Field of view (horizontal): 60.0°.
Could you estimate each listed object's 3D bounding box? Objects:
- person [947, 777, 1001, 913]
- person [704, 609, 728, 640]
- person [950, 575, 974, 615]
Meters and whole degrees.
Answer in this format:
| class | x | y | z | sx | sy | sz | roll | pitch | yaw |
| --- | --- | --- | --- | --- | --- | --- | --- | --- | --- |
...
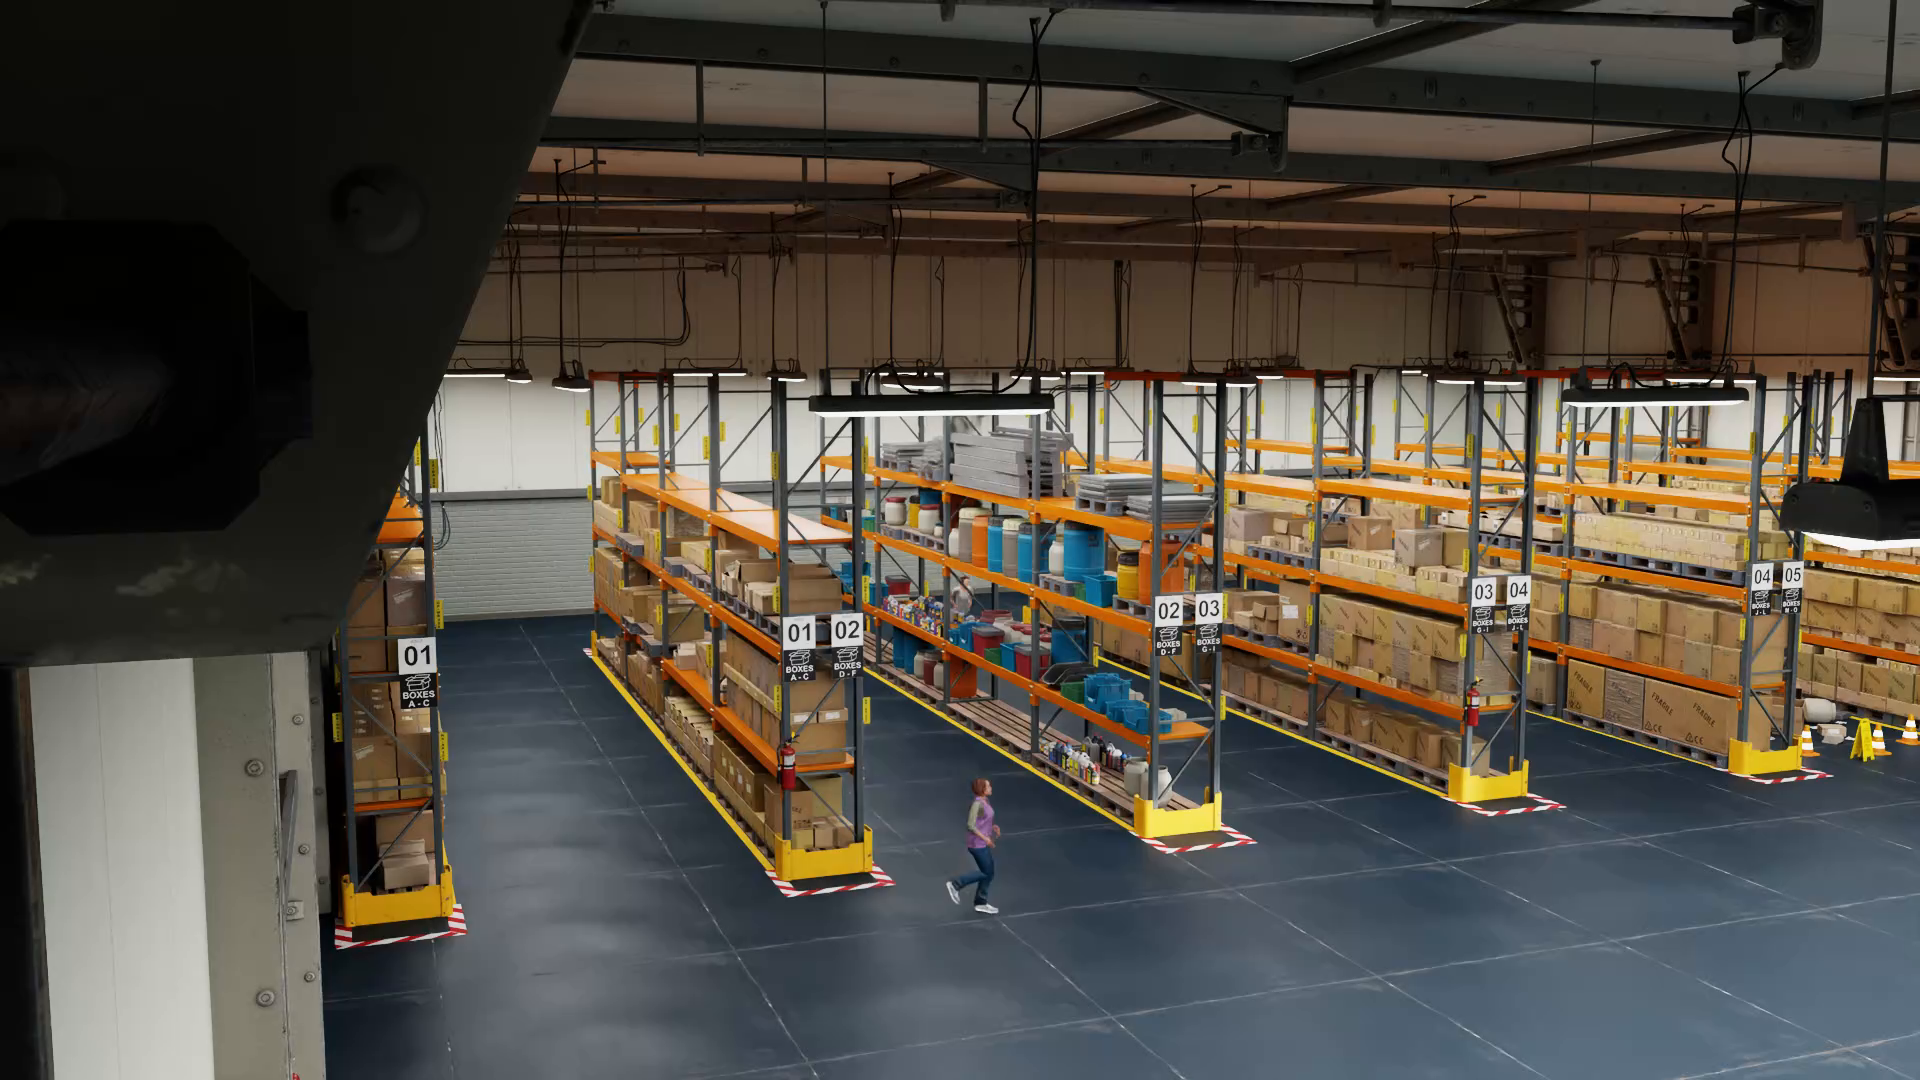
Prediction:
| class | x | y | z | sx | sy | sz | roll | pitch | yaw |
| --- | --- | --- | --- | --- | --- | --- | --- | --- | --- |
| person | 0.162 | 3.462 | 18.917 | 0.595 | 1.577 | 0.537 | 1 | 6 | 8 |
| person | -5.244 | 1.558 | 35.171 | 0.711 | 1.807 | 0.854 | -4 | 8 | -33 |
| person | 0.010 | 1.547 | 35.638 | 0.551 | 1.638 | 0.982 | -3 | 7 | -21 |
